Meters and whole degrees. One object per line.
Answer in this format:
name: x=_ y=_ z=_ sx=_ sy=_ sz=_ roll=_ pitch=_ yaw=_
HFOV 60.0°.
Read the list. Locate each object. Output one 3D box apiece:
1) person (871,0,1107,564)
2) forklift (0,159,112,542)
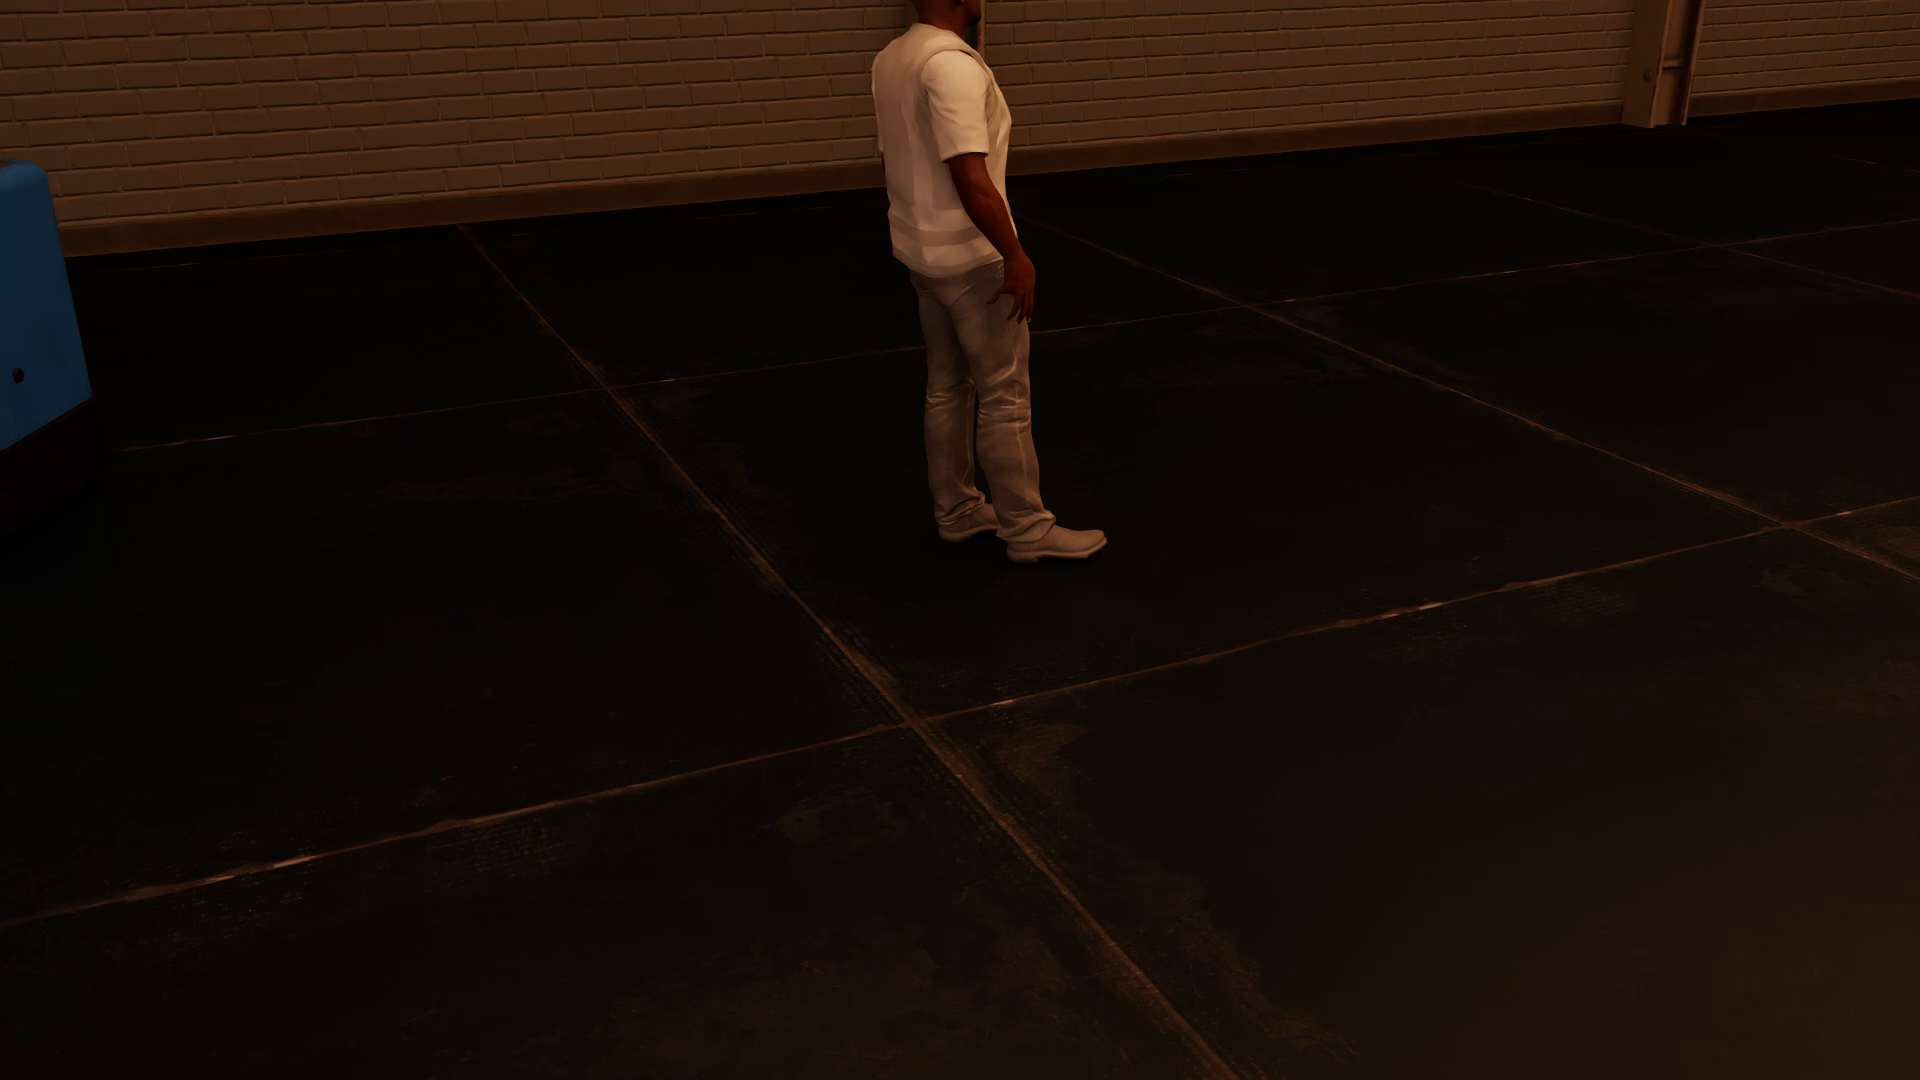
person: x=0.065 y=-0.831 z=4.787 sx=0.577 sy=1.765 sz=0.665 roll=-10 pitch=25 yaw=-23
forklift: x=-4.336 y=-1.378 z=4.603 sx=3.031 sy=2.935 sz=1.130 roll=1 pitch=23 yaw=1
